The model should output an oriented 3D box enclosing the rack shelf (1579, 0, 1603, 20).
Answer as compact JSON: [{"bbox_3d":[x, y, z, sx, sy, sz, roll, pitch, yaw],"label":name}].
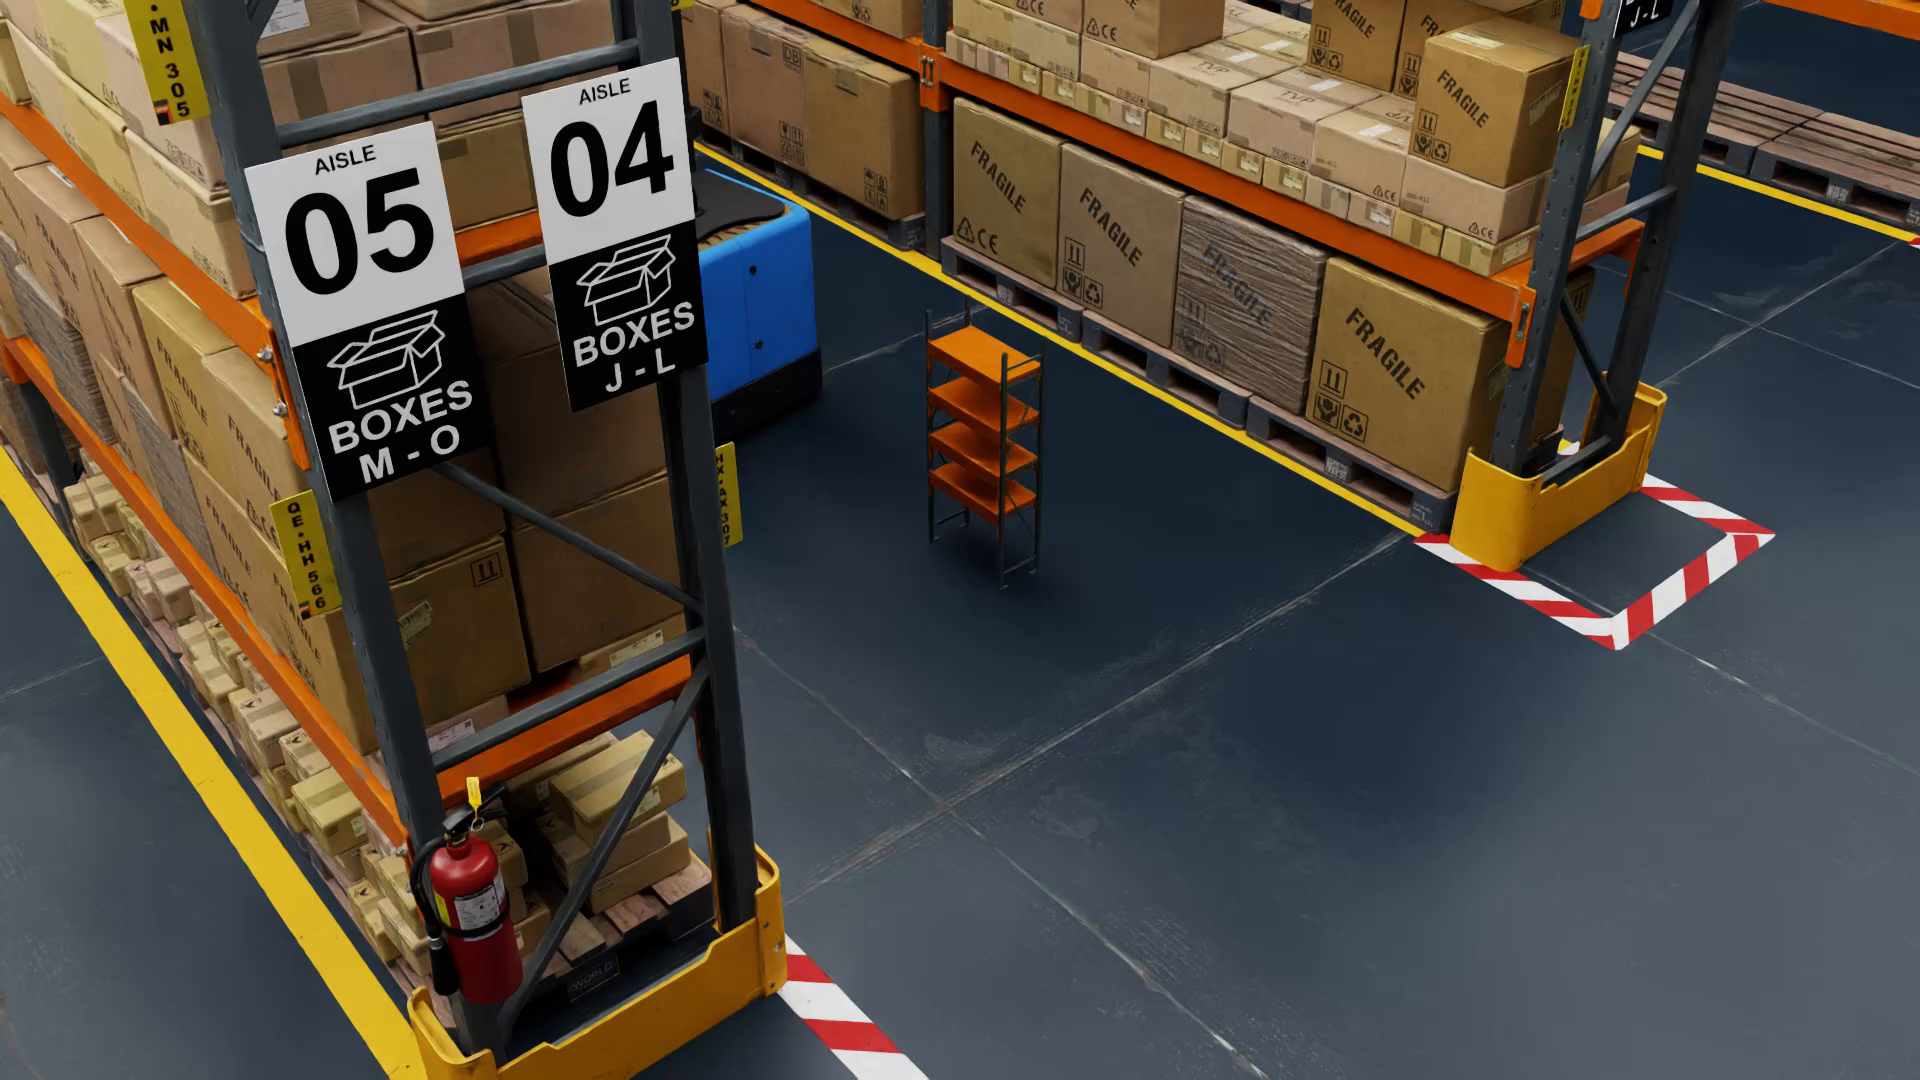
[{"bbox_3d":[1.498,-3.178,7.669,1.077,0.370,4.000,-26,43,-32],"label":"rack shelf"}]

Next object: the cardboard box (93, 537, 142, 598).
[{"bbox_3d":[-3.485,0.065,7.166,0.380,0.149,0.250,-25,42,-31],"label":"cardboard box"}]

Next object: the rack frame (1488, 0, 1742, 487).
[{"bbox_3d":[2.789,-1.365,7.081,1.000,3.000,0.127,-26,43,-32],"label":"rack frame"}]

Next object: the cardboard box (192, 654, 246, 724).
[{"bbox_3d":[-2.655,0.501,6.293,0.380,0.149,0.250,-26,43,-31],"label":"cardboard box"}]

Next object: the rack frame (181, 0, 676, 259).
[{"bbox_3d":[-1.065,-2.007,2.799,1.000,3.000,0.127,-26,43,-32],"label":"rack frame"}]

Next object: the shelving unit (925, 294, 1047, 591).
[{"bbox_3d":[0.107,-0.417,7.300,0.258,1.200,0.503,-26,43,-32],"label":"shelving unit"}]

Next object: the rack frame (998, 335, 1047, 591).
[{"bbox_3d":[0.264,-0.309,7.148,0.240,1.200,0.015,-26,43,-32],"label":"rack frame"}]

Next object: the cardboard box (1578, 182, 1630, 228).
[{"bbox_3d":[2.812,-1.542,7.549,0.380,0.149,0.250,-25,43,-31],"label":"cardboard box"}]

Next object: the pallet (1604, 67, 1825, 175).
[{"bbox_3d":[5.287,-2.991,11.790,1.003,0.211,1.213,-26,43,-32],"label":"pallet"}]

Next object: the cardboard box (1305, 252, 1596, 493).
[{"bbox_3d":[2.315,-0.922,7.931,0.875,0.875,0.875,-26,43,-32],"label":"cardboard box"}]

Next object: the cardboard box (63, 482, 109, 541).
[{"bbox_3d":[-3.657,-0.175,7.248,0.380,0.149,0.250,-24,42,-30],"label":"cardboard box"}]

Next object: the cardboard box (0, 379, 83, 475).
[{"bbox_3d":[-4.317,-0.709,7.956,0.500,0.500,0.500,-27,43,-33],"label":"cardboard box"}]

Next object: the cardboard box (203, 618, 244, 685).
[{"bbox_3d":[-2.593,0.353,6.245,0.380,0.149,0.250,-26,43,-32],"label":"cardboard box"}]

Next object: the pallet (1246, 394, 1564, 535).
[{"bbox_3d":[2.213,-0.550,8.345,1.003,0.211,1.213,-26,43,-32],"label":"pallet"}]

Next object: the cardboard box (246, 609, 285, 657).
[{"bbox_3d":[-1.979,0.172,5.129,0.380,0.149,0.250,-25,42,-31],"label":"cardboard box"}]

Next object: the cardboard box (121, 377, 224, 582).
[{"bbox_3d":[-2.215,-0.273,5.197,0.500,0.500,0.500,-26,43,-32],"label":"cardboard box"}]

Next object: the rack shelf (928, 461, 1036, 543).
[{"bbox_3d":[0.107,-0.200,7.454,0.258,0.148,0.480,-26,43,-32],"label":"rack shelf"}]

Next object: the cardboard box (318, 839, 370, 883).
[{"bbox_3d":[-1.960,0.956,5.651,0.380,0.149,0.250,-28,44,-33],"label":"cardboard box"}]

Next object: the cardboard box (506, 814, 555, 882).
[{"bbox_3d":[-1.390,0.997,5.850,0.380,0.149,0.250,-26,43,-32],"label":"cardboard box"}]

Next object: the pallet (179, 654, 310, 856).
[{"bbox_3d":[-2.395,0.635,6.671,1.003,0.211,1.213,-26,43,-32],"label":"pallet"}]

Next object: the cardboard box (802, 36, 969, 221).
[{"bbox_3d":[-0.221,-2.710,10.456,1.225,0.875,0.875,-26,43,-32],"label":"cardboard box"}]

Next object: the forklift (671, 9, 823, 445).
[{"bbox_3d":[-2.158,-2.319,8.488,3.031,2.935,1.130,27,44,33],"label":"forklift"}]

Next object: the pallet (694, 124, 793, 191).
[{"bbox_3d":[-1.139,-2.844,11.583,1.003,0.211,1.213,-26,43,-32],"label":"pallet"}]

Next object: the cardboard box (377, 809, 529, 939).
[{"bbox_3d":[-1.600,1.051,5.260,0.380,0.149,0.250,-25,43,-31],"label":"cardboard box"}]

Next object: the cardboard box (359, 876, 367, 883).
[{"bbox_3d":[-1.912,1.054,5.770,0.380,0.149,0.250,-26,43,-32],"label":"cardboard box"}]

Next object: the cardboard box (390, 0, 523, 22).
[{"bbox_3d":[-1.100,-1.317,3.771,0.380,0.149,0.250,-26,43,-32],"label":"cardboard box"}]

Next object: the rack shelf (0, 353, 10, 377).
[{"bbox_3d":[-4.937,-1.915,8.481,1.077,0.370,4.000,-26,43,-32],"label":"rack shelf"}]

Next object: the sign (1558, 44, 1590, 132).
[{"bbox_3d":[2.366,-1.738,6.401,0.100,0.325,0.005,-26,43,-32],"label":"sign"}]

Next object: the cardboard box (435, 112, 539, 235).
[{"bbox_3d":[-1.160,-1.016,4.123,0.500,0.250,0.500,-24,42,-30],"label":"cardboard box"}]

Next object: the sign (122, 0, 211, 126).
[{"bbox_3d":[-1.502,-0.947,3.130,0.100,0.325,0.005,-26,43,-32],"label":"sign"}]

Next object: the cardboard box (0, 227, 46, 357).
[{"bbox_3d":[-3.195,-0.959,6.165,0.500,0.500,0.500,-26,43,-32],"label":"cardboard box"}]

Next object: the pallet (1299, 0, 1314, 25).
[{"bbox_3d":[3.525,-4.196,13.492,1.003,0.211,1.213,-26,43,-32],"label":"pallet"}]

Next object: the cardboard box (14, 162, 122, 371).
[{"bbox_3d":[-2.564,-0.921,5.246,0.500,0.500,0.500,-28,44,-33],"label":"cardboard box"}]

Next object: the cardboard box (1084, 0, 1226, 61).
[{"bbox_3d":[0.973,-2.742,8.249,0.500,0.500,0.500,-28,44,-33],"label":"cardboard box"}]

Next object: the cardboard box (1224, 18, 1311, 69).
[{"bbox_3d":[1.683,-2.416,8.438,0.500,0.250,0.500,-27,43,-33],"label":"cardboard box"}]

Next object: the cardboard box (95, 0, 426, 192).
[{"bbox_3d":[-1.557,-1.035,3.717,0.500,0.250,0.500,-27,44,-33],"label":"cardboard box"}]

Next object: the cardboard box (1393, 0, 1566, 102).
[{"bbox_3d":[2.363,-2.264,7.575,0.500,0.500,0.500,-27,43,-33],"label":"cardboard box"}]

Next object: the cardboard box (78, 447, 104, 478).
[{"bbox_3d":[-3.582,-0.347,7.233,0.380,0.149,0.250,-24,42,-30],"label":"cardboard box"}]

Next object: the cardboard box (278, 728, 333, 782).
[{"bbox_3d":[-2.102,0.713,5.736,0.380,0.149,0.250,-28,44,-33],"label":"cardboard box"}]

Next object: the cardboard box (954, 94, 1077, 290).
[{"bbox_3d":[0.572,-2.114,9.614,0.875,0.875,0.875,-26,43,-32],"label":"cardboard box"}]

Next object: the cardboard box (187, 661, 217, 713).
[{"bbox_3d":[-2.789,0.505,6.545,0.380,0.149,0.250,-27,44,-33],"label":"cardboard box"}]

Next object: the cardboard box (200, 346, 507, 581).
[{"bbox_3d":[-1.550,-0.239,4.283,0.500,0.500,0.500,-27,43,-33],"label":"cardboard box"}]

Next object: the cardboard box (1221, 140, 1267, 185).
[{"bbox_3d":[1.480,-1.861,8.000,0.380,0.149,0.250,-26,43,-32],"label":"cardboard box"}]

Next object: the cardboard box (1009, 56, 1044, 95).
[{"bbox_3d":[0.485,-2.541,8.960,0.380,0.149,0.250,-25,42,-30],"label":"cardboard box"}]

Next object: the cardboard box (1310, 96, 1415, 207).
[{"bbox_3d":[1.947,-1.764,7.518,0.500,0.250,0.500,-27,43,-33],"label":"cardboard box"}]

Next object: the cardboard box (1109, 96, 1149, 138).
[{"bbox_3d":[0.981,-2.201,8.480,0.380,0.149,0.250,-25,43,-31],"label":"cardboard box"}]

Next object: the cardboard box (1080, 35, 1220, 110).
[{"bbox_3d":[0.967,-2.438,8.469,0.500,0.250,0.500,-25,42,-31],"label":"cardboard box"}]

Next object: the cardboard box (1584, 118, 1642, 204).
[{"bbox_3d":[2.685,-1.737,7.480,0.500,0.250,0.500,-27,43,-33],"label":"cardboard box"}]

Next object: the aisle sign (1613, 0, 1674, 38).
[{"bbox_3d":[2.606,-2.282,6.127,0.394,0.787,0.004,-26,43,-32],"label":"aisle sign"}]

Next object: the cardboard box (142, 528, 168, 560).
[{"bbox_3d":[-3.063,-0.003,6.748,0.380,0.149,0.250,-27,43,-33],"label":"cardboard box"}]

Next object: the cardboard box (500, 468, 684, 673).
[{"bbox_3d":[-1.144,-0.023,4.843,0.500,0.500,0.500,-24,42,-30],"label":"cardboard box"}]

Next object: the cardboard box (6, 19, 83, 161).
[{"bbox_3d":[-2.205,-1.271,4.483,0.500,0.250,0.500,-24,42,-30],"label":"cardboard box"}]

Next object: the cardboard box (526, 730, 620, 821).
[{"bbox_3d":[-1.341,0.842,5.811,0.380,0.149,0.250,-26,43,-32],"label":"cardboard box"}]

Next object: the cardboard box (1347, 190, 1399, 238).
[{"bbox_3d":[1.977,-1.522,7.522,0.380,0.149,0.250,-26,43,-32],"label":"cardboard box"}]
